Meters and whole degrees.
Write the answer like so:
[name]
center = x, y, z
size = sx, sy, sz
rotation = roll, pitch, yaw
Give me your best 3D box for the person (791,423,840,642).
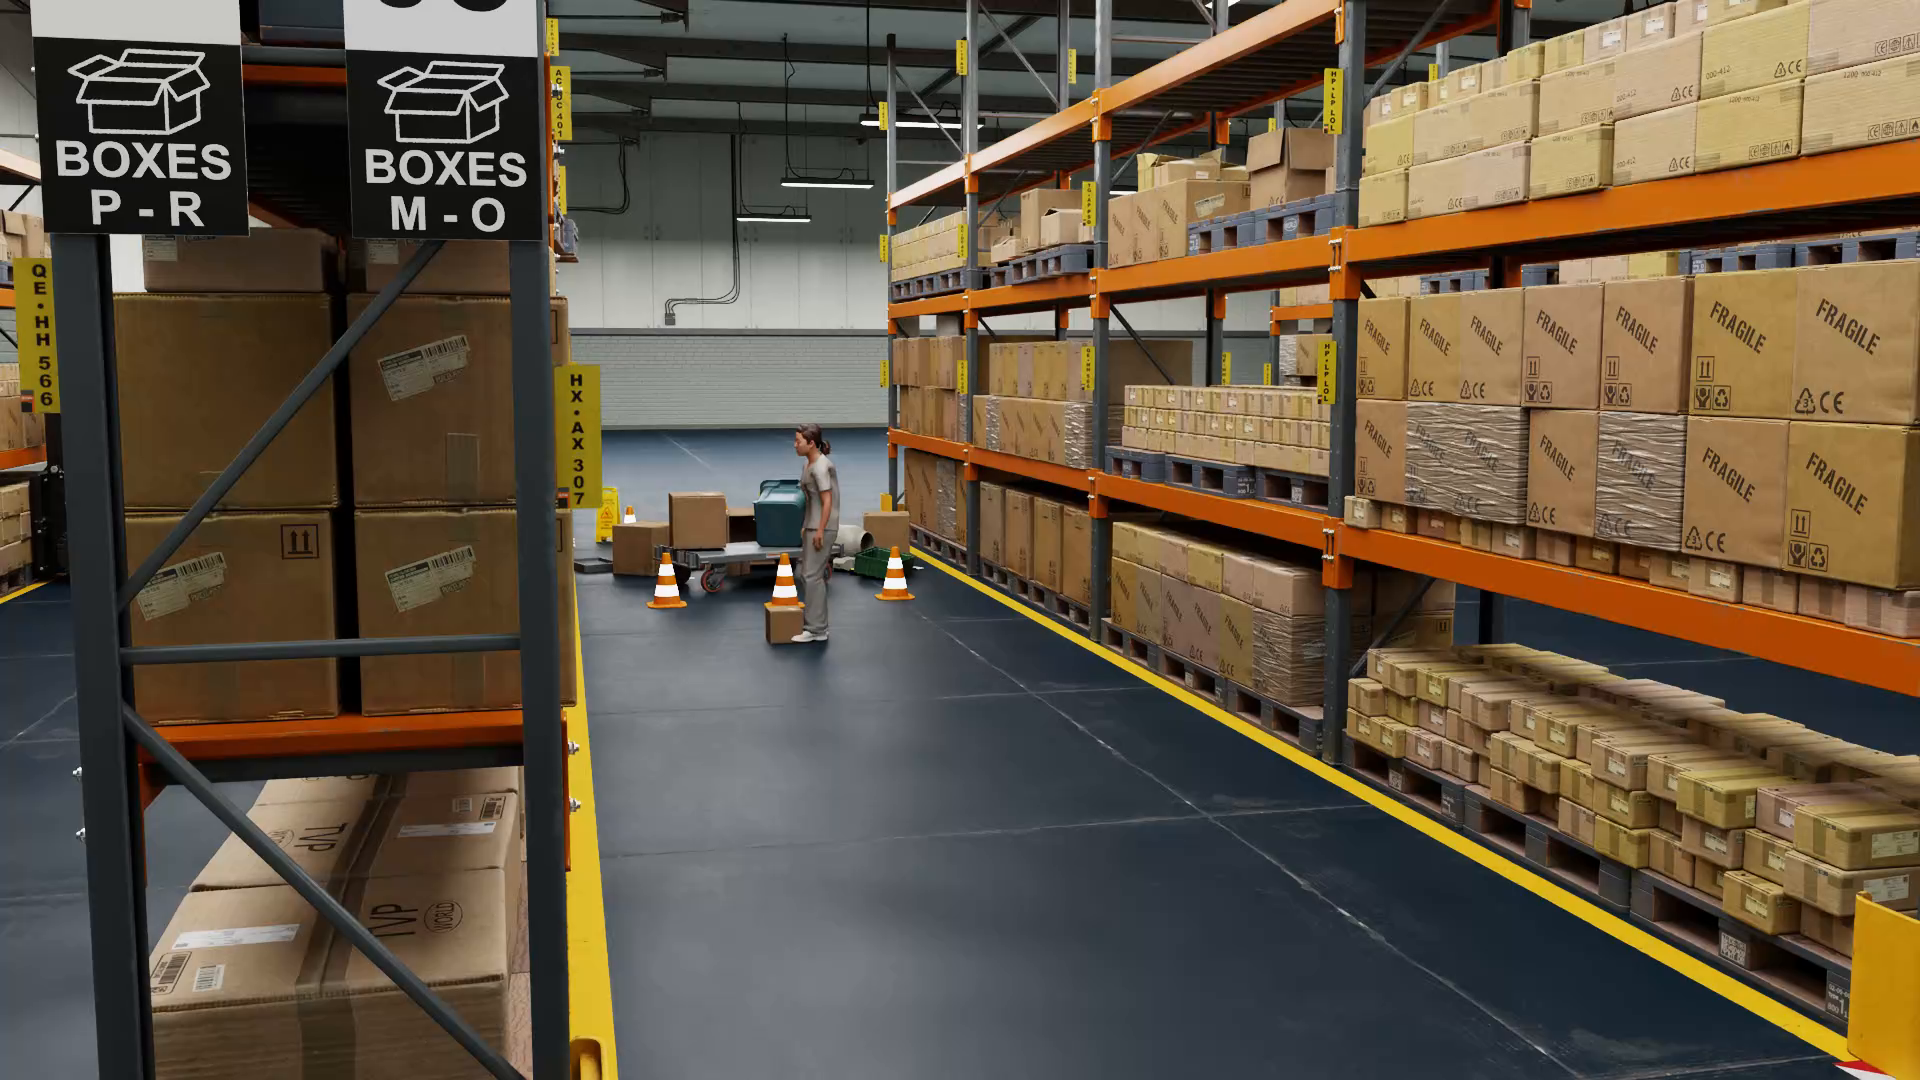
[person]
center = -1.135, -0.064, 12.740
size = 0.414, 1.672, 0.514
rotation = -2, 6, -17
